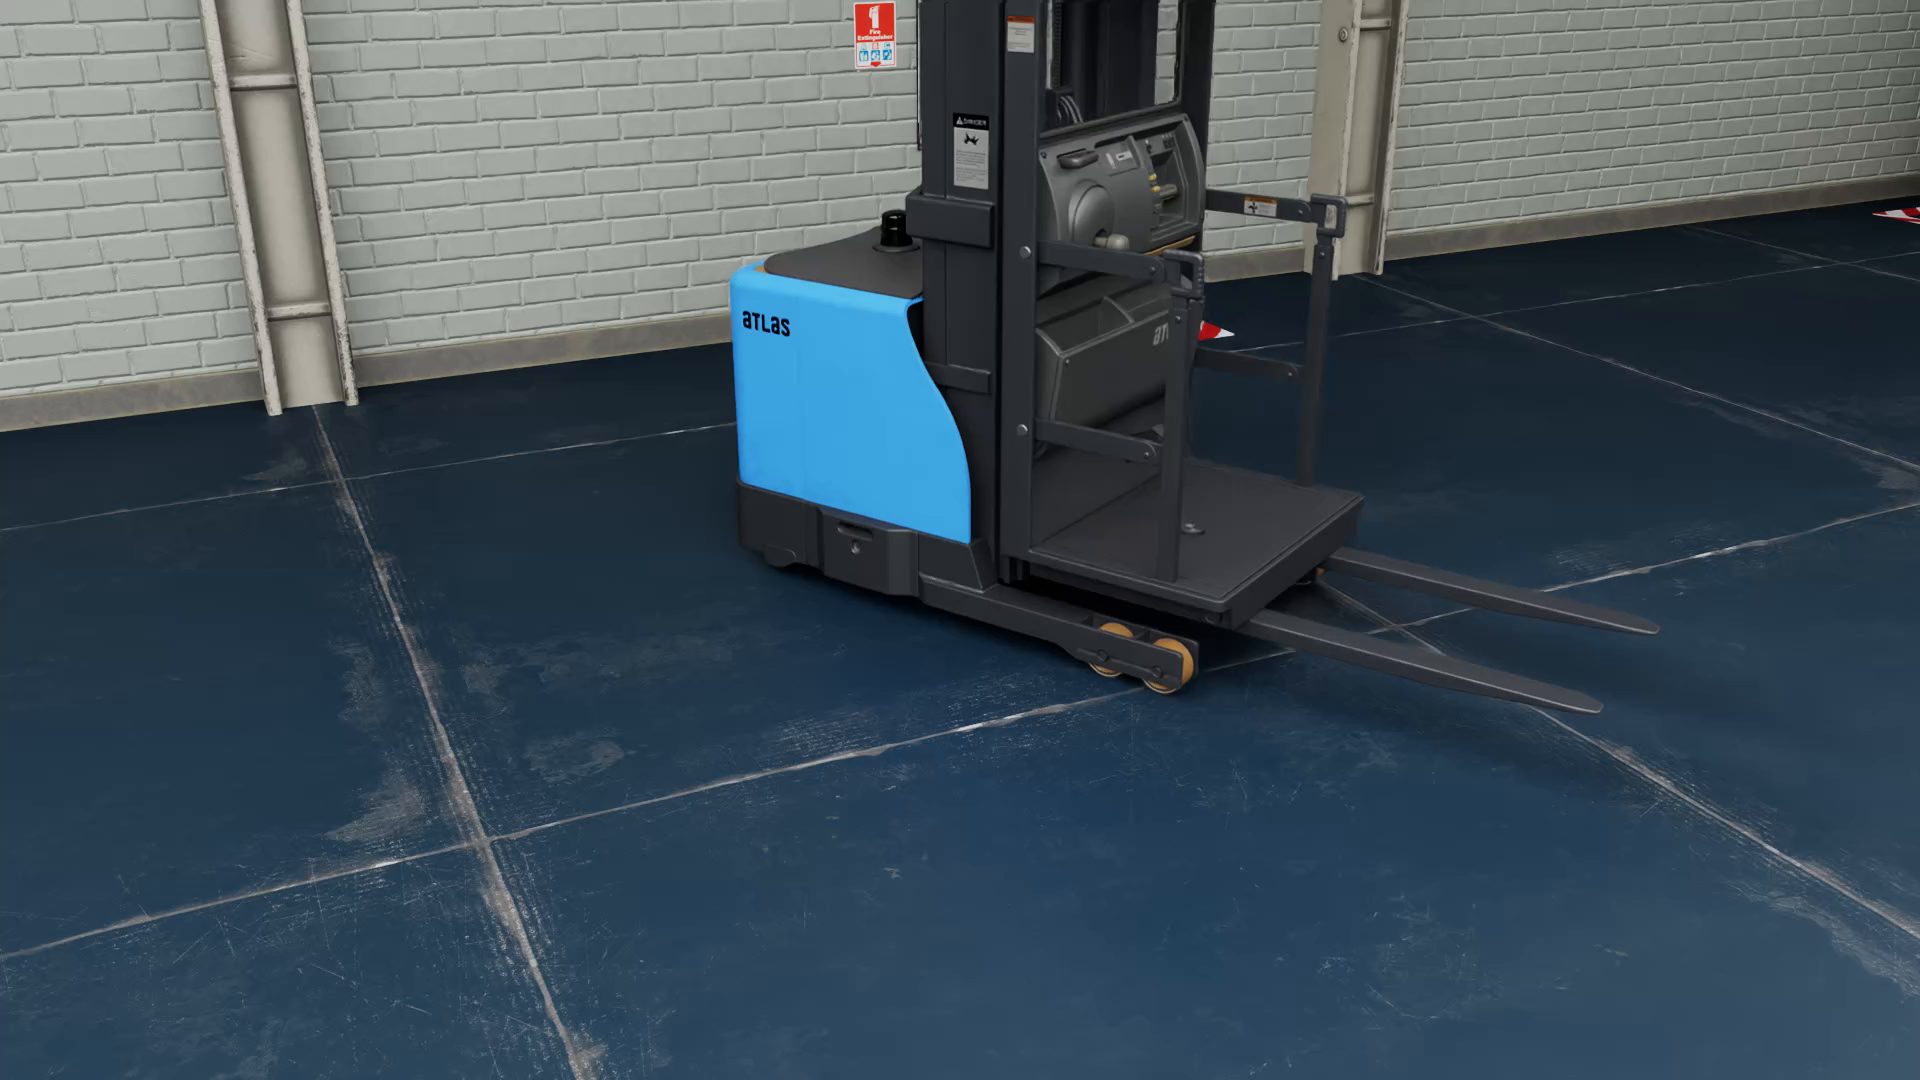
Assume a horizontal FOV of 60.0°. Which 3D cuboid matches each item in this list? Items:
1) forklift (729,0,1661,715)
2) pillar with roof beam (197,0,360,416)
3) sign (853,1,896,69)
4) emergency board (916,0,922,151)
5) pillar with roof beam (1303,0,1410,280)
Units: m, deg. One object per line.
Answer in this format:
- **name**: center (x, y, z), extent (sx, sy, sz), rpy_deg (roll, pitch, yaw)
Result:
- **forklift**: center (0.691, -1.113, 5.107), extent (3.031, 2.935, 1.130), rpy_deg (15, 27, 32)
- **pillar with roof beam**: center (-1.190, -3.330, 2.529), extent (0.400, 9.000, 9.100), rpy_deg (-10, 25, -24)
- **sign**: center (-0.437, -2.601, 8.564), extent (0.234, 0.329, 0.001), rpy_deg (-10, 25, -24)
- **emergency board**: center (0.106, -2.640, 8.706), extent (0.643, 1.169, 0.194), rpy_deg (-10, 25, -24)
- **pillar with roof beam**: center (4.216, -4.325, 4.933), extent (0.400, 9.000, 9.100), rpy_deg (-10, 25, -24)
